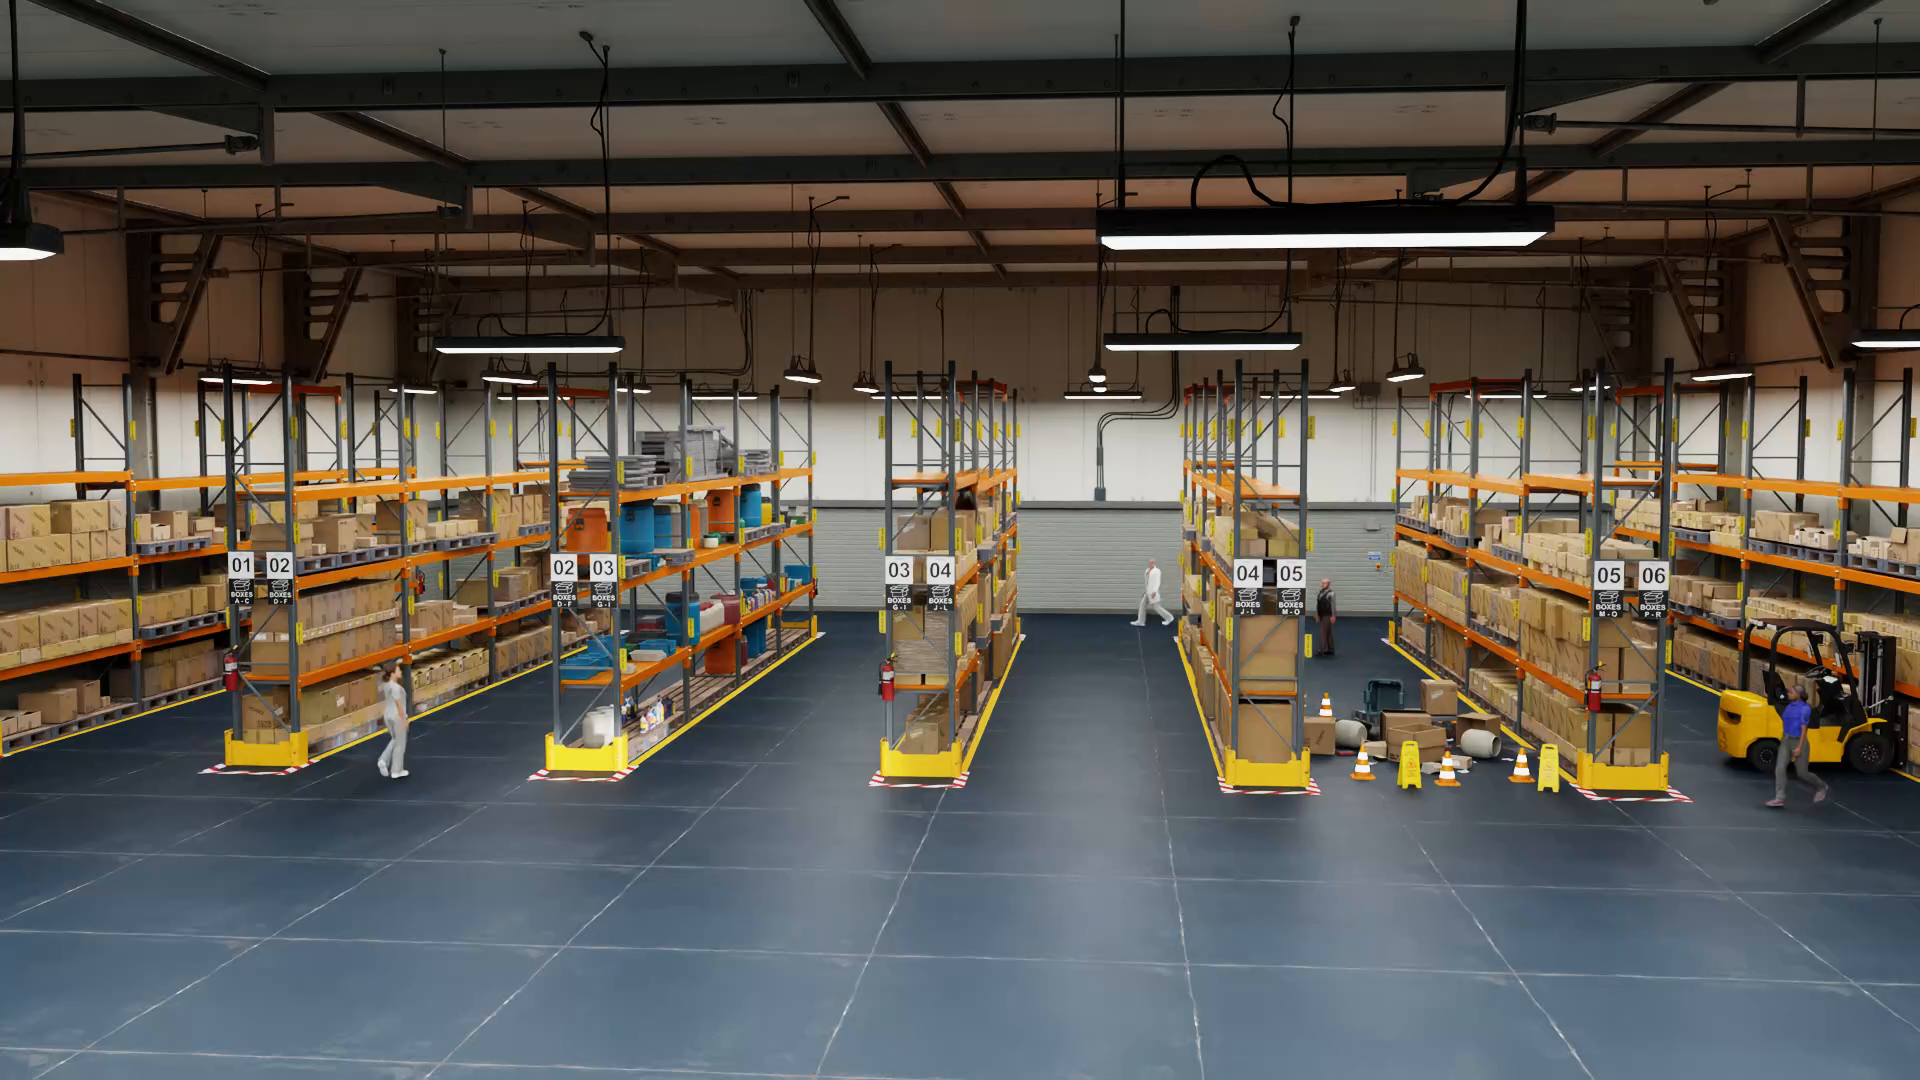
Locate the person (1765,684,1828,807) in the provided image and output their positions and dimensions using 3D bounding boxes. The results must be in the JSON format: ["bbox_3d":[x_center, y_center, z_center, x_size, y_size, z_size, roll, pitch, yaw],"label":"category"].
[{"bbox_3d":[11.141,2.724,22.105,0.827,1.632,0.420,-1,4,-19],"label":"person"}]

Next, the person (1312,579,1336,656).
[{"bbox_3d":[8.070,1.716,37.032,0.626,1.710,0.572,0,4,-1],"label":"person"}]

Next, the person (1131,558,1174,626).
[{"bbox_3d":[4.911,1.333,42.393,1.095,1.734,0.630,-1,4,-8],"label":"person"}]

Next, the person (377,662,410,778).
[{"bbox_3d":[-8.125,2.584,23.874,0.456,1.662,0.485,2,4,31],"label":"person"}]
